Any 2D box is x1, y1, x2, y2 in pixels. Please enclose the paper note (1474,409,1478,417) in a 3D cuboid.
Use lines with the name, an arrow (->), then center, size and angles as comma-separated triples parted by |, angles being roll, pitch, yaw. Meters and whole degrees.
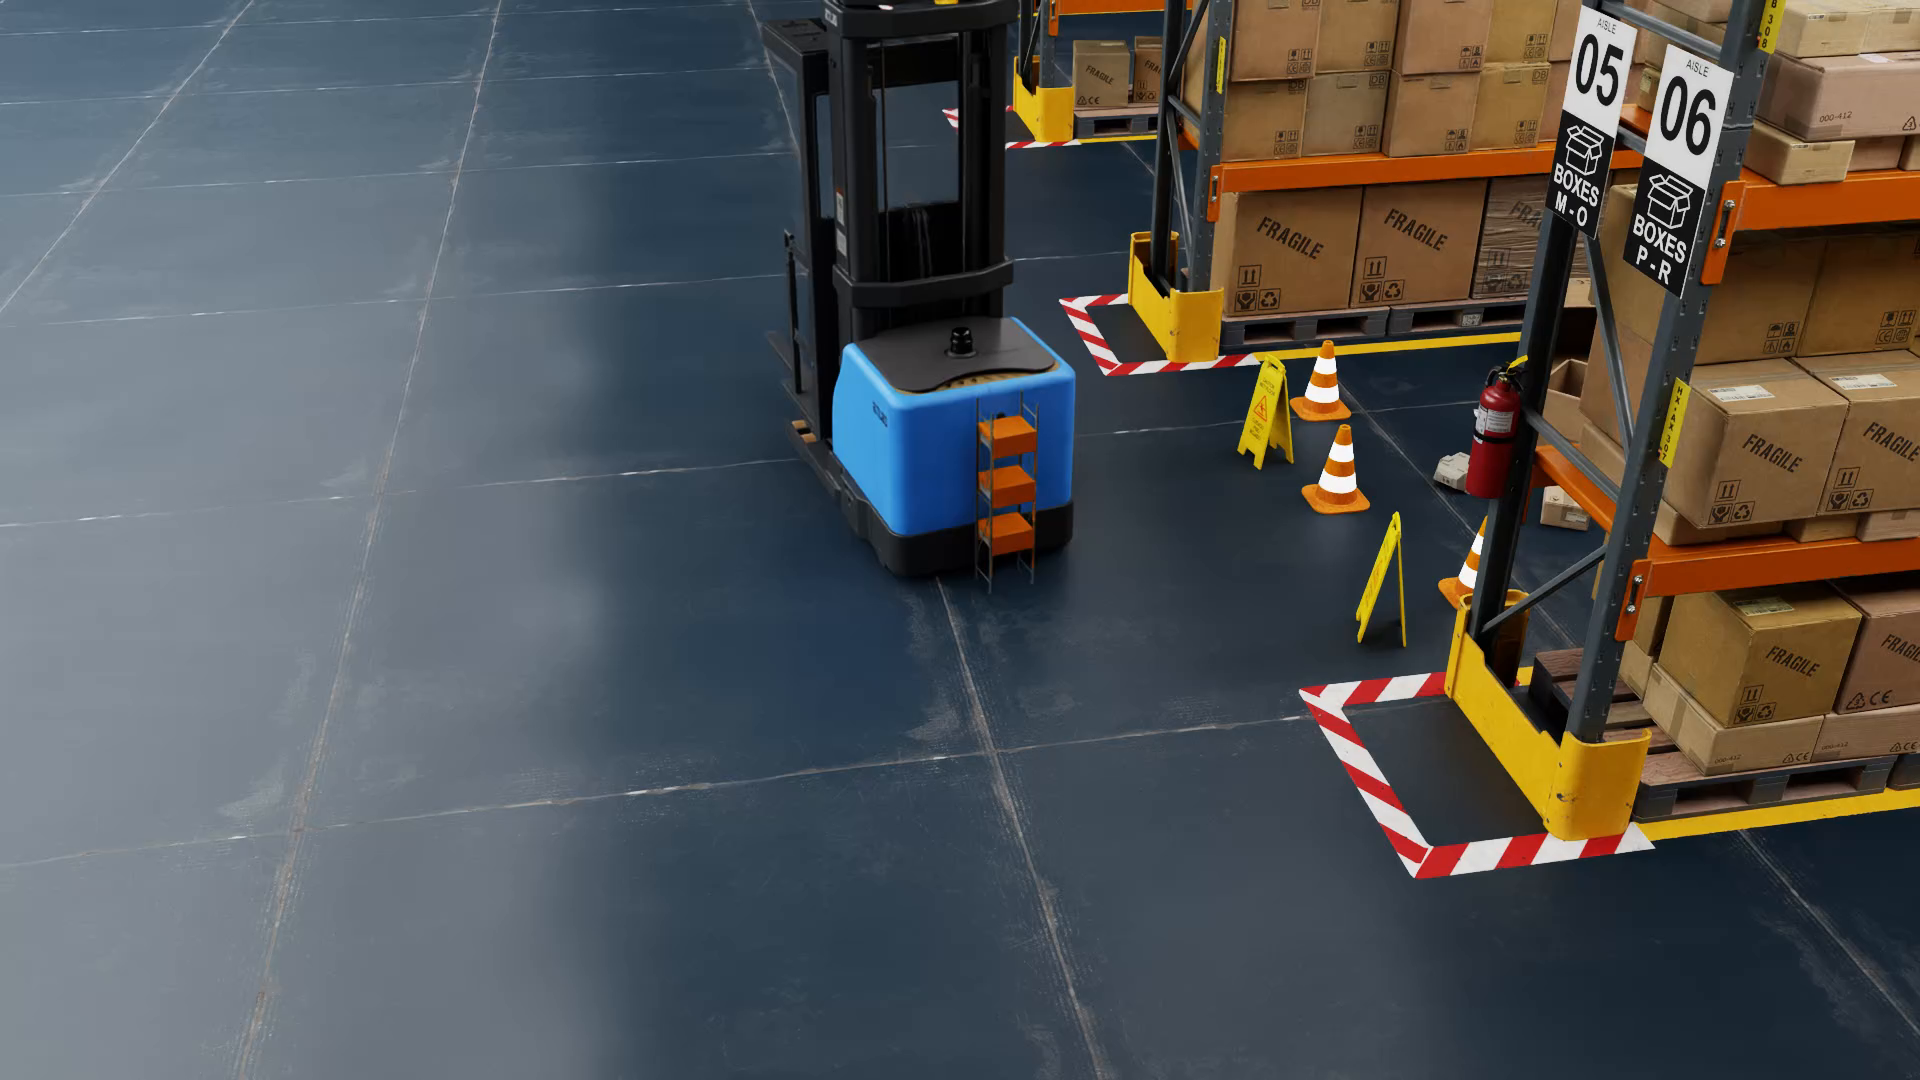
paper note -> 3.313, -0.793, 10.461 | 0.142, 0.017, 0.144 | 5, 31, 8

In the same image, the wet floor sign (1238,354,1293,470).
wet floor sign -> 1.834, -0.776, 9.824 | 0.232, 0.644, 0.267 | -11, 32, -17

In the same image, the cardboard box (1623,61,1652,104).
cardboard box -> 4.542, -3.110, 11.321 | 0.550, 0.550, 0.875 | -5, 31, -9

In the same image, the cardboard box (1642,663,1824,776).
cardboard box -> 3.340, 0.746, 7.210 | 0.500, 0.250, 0.500 | -6, 31, -9

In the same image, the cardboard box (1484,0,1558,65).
cardboard box -> 3.475, -3.518, 10.951 | 0.500, 0.550, 0.875 | -5, 31, -9

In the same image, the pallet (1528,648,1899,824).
pallet -> 3.377, 0.816, 7.544 | 1.213, 0.211, 1.003 | -5, 31, -9

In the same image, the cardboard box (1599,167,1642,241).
cardboard box -> 4.809, -2.389, 11.925 | 0.875, 0.875, 0.875 | -5, 31, -8

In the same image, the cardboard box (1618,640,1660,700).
cardboard box -> 3.267, 0.472, 7.677 | 0.500, 0.250, 0.500 | -5, 31, -9

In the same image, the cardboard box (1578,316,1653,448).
cardboard box -> 2.981, -0.680, 6.946 | 0.500, 0.500, 0.500 | -6, 31, -10

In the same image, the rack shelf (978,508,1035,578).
rack shelf -> 0.234, 0.015, 8.648 | 0.240, 0.259, 0.215 | -12, 33, -20

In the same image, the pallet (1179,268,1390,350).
pallet -> 2.278, -1.691, 11.808 | 1.213, 0.211, 1.003 | -5, 31, -9

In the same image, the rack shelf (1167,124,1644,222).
rack shelf -> 3.473, -2.653, 11.403 | 4.000, 0.370, 1.077 | -5, 31, -9

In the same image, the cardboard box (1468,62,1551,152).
cardboard box -> 3.487, -3.021, 11.170 | 0.500, 0.550, 0.875 | -5, 31, -9

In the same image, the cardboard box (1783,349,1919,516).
cardboard box -> 3.521, -0.447, 6.550 | 0.500, 0.500, 0.500 | -4, 31, -7

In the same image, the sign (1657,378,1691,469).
sign -> 2.594, -0.425, 6.049 | 0.005, 0.325, 0.100 | -5, 31, -9

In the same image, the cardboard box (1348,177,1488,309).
cardboard box -> 3.026, -2.222, 11.642 | 0.875, 0.875, 0.875 | -6, 31, -10

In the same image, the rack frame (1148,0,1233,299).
rack frame -> 1.506, -2.781, 10.910 | 0.127, 3.000, 1.000 | -5, 31, -9

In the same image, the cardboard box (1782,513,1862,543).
cardboard box -> 3.389, -0.156, 6.693 | 0.250, 0.149, 0.380 | -6, 31, -11

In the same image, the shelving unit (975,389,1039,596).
shelving unit -> 0.234, -0.234, 8.502 | 0.252, 1.050, 0.215 | -12, 33, -20

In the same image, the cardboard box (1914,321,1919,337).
cardboard box -> 3.942, -1.220, 6.878 | 0.500, 0.500, 0.700 | -6, 31, -10

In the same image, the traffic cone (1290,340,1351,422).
traffic cone -> 2.284, -1.028, 10.432 | 0.334, 0.463, 0.336 | -5, 31, -9

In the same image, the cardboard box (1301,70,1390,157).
cardboard box -> 2.399, -2.963, 11.072 | 0.550, 0.550, 0.875 | -5, 31, -9

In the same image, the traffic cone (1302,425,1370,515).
traffic cone -> 2.153, -0.433, 9.421 | 0.334, 0.463, 0.336 | -5, 31, -9

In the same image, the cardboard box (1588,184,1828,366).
cardboard box -> 2.960, -1.080, 6.639 | 0.500, 0.500, 0.700 | -6, 31, -10

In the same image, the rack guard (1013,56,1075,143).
rack guard -> 0.786, -4.193, 15.777 | 0.348, 0.500, 1.175 | -5, 31, -9

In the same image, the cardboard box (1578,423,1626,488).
cardboard box -> 2.826, -0.355, 7.032 | 0.250, 0.149, 0.380 | -4, 31, -7

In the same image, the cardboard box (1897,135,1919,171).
cardboard box -> 3.390, -1.451, 5.937 | 0.250, 0.149, 0.380 | -4, 31, -8

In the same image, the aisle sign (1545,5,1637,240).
aisle sign -> 2.383, -1.582, 6.306 | 0.004, 0.787, 0.394 | -5, 31, -9

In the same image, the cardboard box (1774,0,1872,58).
cardboard box -> 2.883, -1.781, 5.712 | 0.250, 0.149, 0.380 | -6, 31, -9

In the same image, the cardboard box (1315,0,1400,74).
cardboard box -> 2.402, -3.422, 10.787 | 0.550, 0.550, 0.875 | -5, 31, -9

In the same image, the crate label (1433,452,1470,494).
crate label -> 2.915, -0.396, 9.678 | 0.298, 0.136, 0.250 | -23, 38, -34

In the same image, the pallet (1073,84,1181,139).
pallet -> 1.592, -4.125, 15.946 | 1.213, 0.211, 1.003 | -5, 31, -9

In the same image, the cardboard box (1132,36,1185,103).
cardboard box -> 1.911, -4.487, 15.863 | 0.500, 0.500, 0.500 | 2, 31, 4

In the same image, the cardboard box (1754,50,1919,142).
cardboard box -> 3.039, -1.592, 5.783 | 0.500, 0.250, 0.500 | -6, 31, -10

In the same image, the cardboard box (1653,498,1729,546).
cardboard box -> 2.868, -0.142, 6.670 | 0.250, 0.149, 0.380 | -5, 31, -9

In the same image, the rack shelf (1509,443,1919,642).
rack shelf -> 4.464, -0.195, 7.222 | 4.000, 0.370, 1.077 | -5, 31, -9

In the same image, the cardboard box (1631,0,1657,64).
cardboard box -> 4.551, -3.552, 11.008 | 0.550, 0.550, 0.875 | -5, 31, -9

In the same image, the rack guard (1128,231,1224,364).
rack guard -> 1.482, -1.701, 11.540 | 0.348, 0.500, 1.175 | -5, 31, -9

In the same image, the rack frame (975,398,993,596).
rack frame -> 0.121, -0.210, 8.461 | 0.008, 1.050, 0.200 | -12, 33, -20

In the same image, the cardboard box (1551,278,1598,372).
cardboard box -> 4.098, -1.416, 11.053 | 0.500, 0.500, 0.500 | 0, 30, 0

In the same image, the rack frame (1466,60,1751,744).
rack frame -> 2.497, -0.322, 6.729 | 0.127, 3.000, 1.000 | -5, 31, -9

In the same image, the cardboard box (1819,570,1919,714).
cardboard box -> 3.877, 0.371, 7.109 | 0.500, 0.500, 0.500 | -6, 31, -11

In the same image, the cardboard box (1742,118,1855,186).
cardboard box -> 2.881, -1.375, 5.808 | 0.250, 0.149, 0.380 | -5, 31, -9

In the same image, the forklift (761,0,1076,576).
forklift -> -0.412, -1.806, 9.321 | 1.130, 2.935, 3.031 | -12, 32, -19
